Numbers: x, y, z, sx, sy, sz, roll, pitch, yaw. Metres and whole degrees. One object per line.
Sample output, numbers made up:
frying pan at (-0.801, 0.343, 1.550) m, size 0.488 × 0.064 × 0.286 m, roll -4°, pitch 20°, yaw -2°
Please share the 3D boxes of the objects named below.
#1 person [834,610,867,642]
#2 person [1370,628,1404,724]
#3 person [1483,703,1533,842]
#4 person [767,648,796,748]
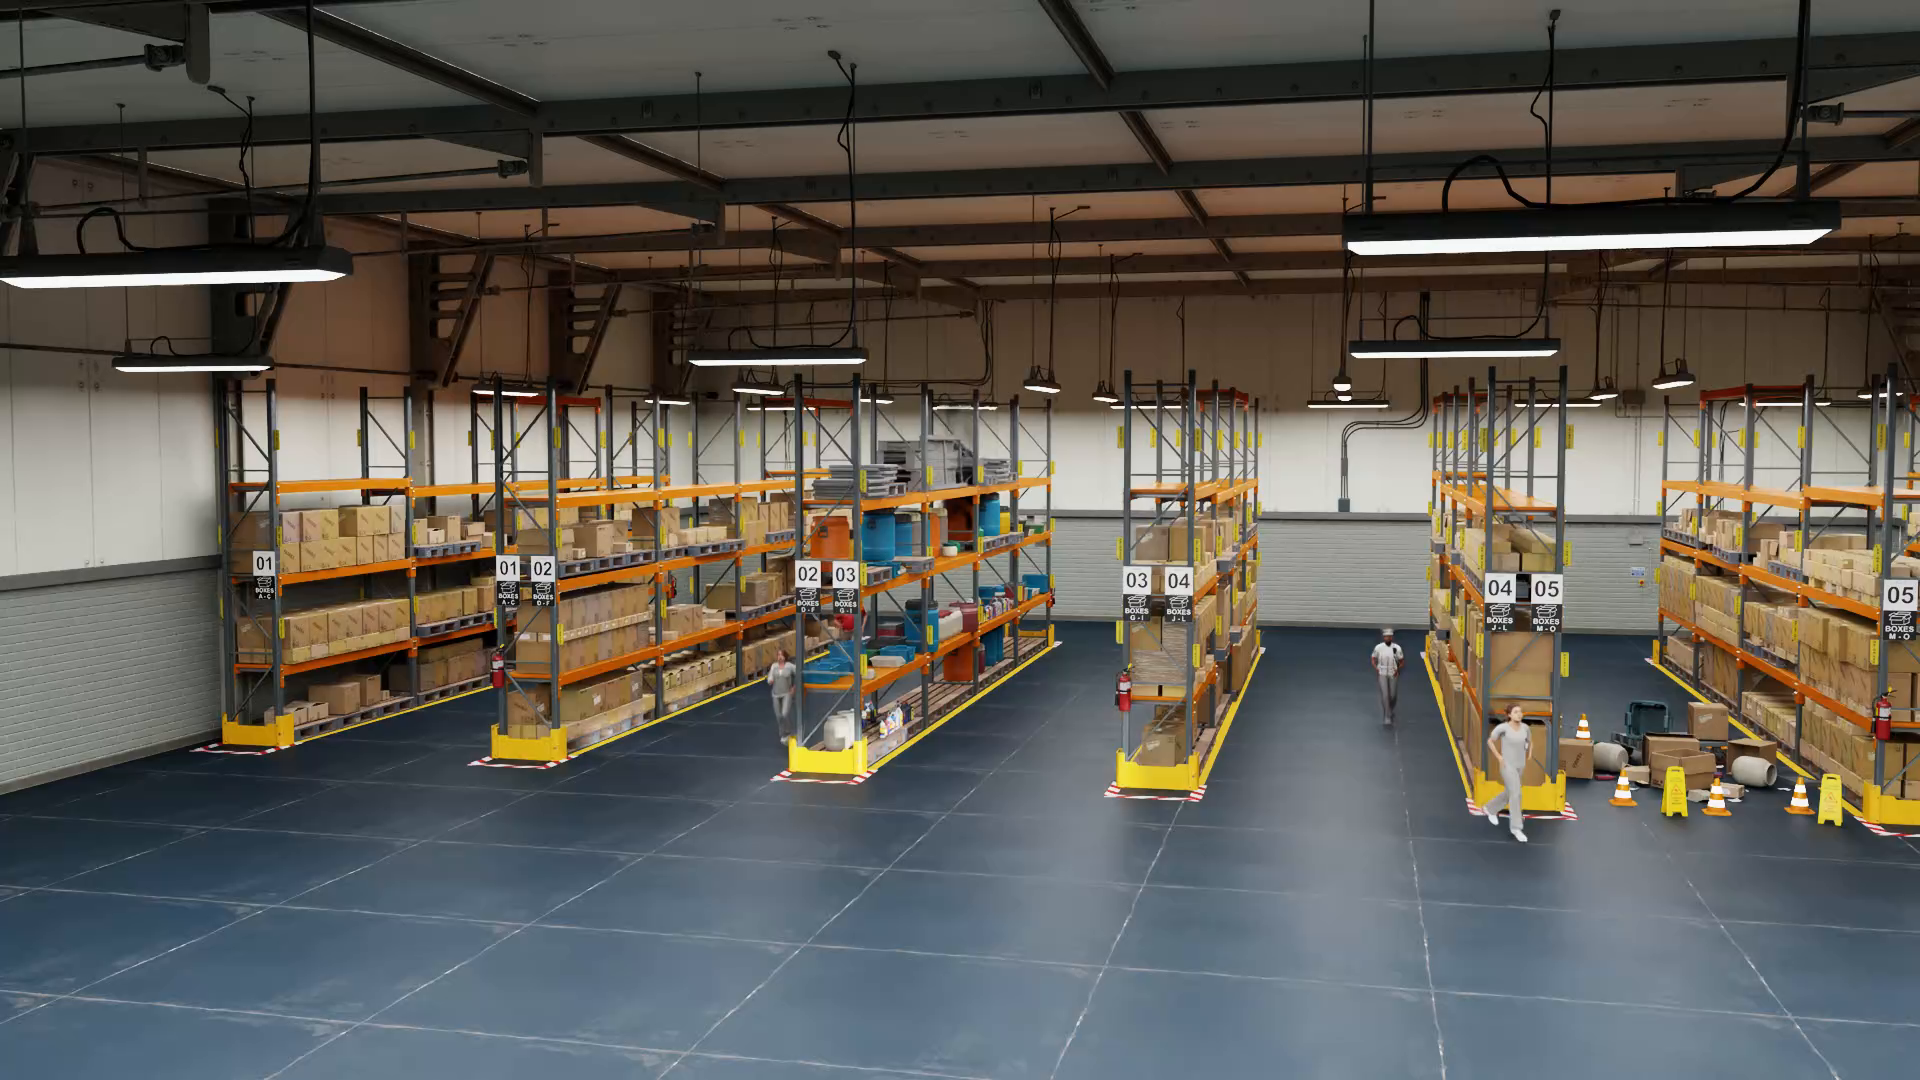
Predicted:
person at (-2.315, 2.038, 35.121) m, size 0.678 × 1.755 × 0.953 m, roll 0°, pitch 3°, yaw 4°
person at (7.603, 2.399, 29.598) m, size 0.587 × 1.684 × 0.660 m, roll 1°, pitch 4°, yaw 13°
person at (6.984, 2.894, 21.098) m, size 0.581 × 1.697 × 0.862 m, roll -1°, pitch 4°, yaw -20°
person at (-2.896, 2.576, 27.140) m, size 0.517 × 1.608 × 0.639 m, roll 1°, pitch 3°, yaw 10°
